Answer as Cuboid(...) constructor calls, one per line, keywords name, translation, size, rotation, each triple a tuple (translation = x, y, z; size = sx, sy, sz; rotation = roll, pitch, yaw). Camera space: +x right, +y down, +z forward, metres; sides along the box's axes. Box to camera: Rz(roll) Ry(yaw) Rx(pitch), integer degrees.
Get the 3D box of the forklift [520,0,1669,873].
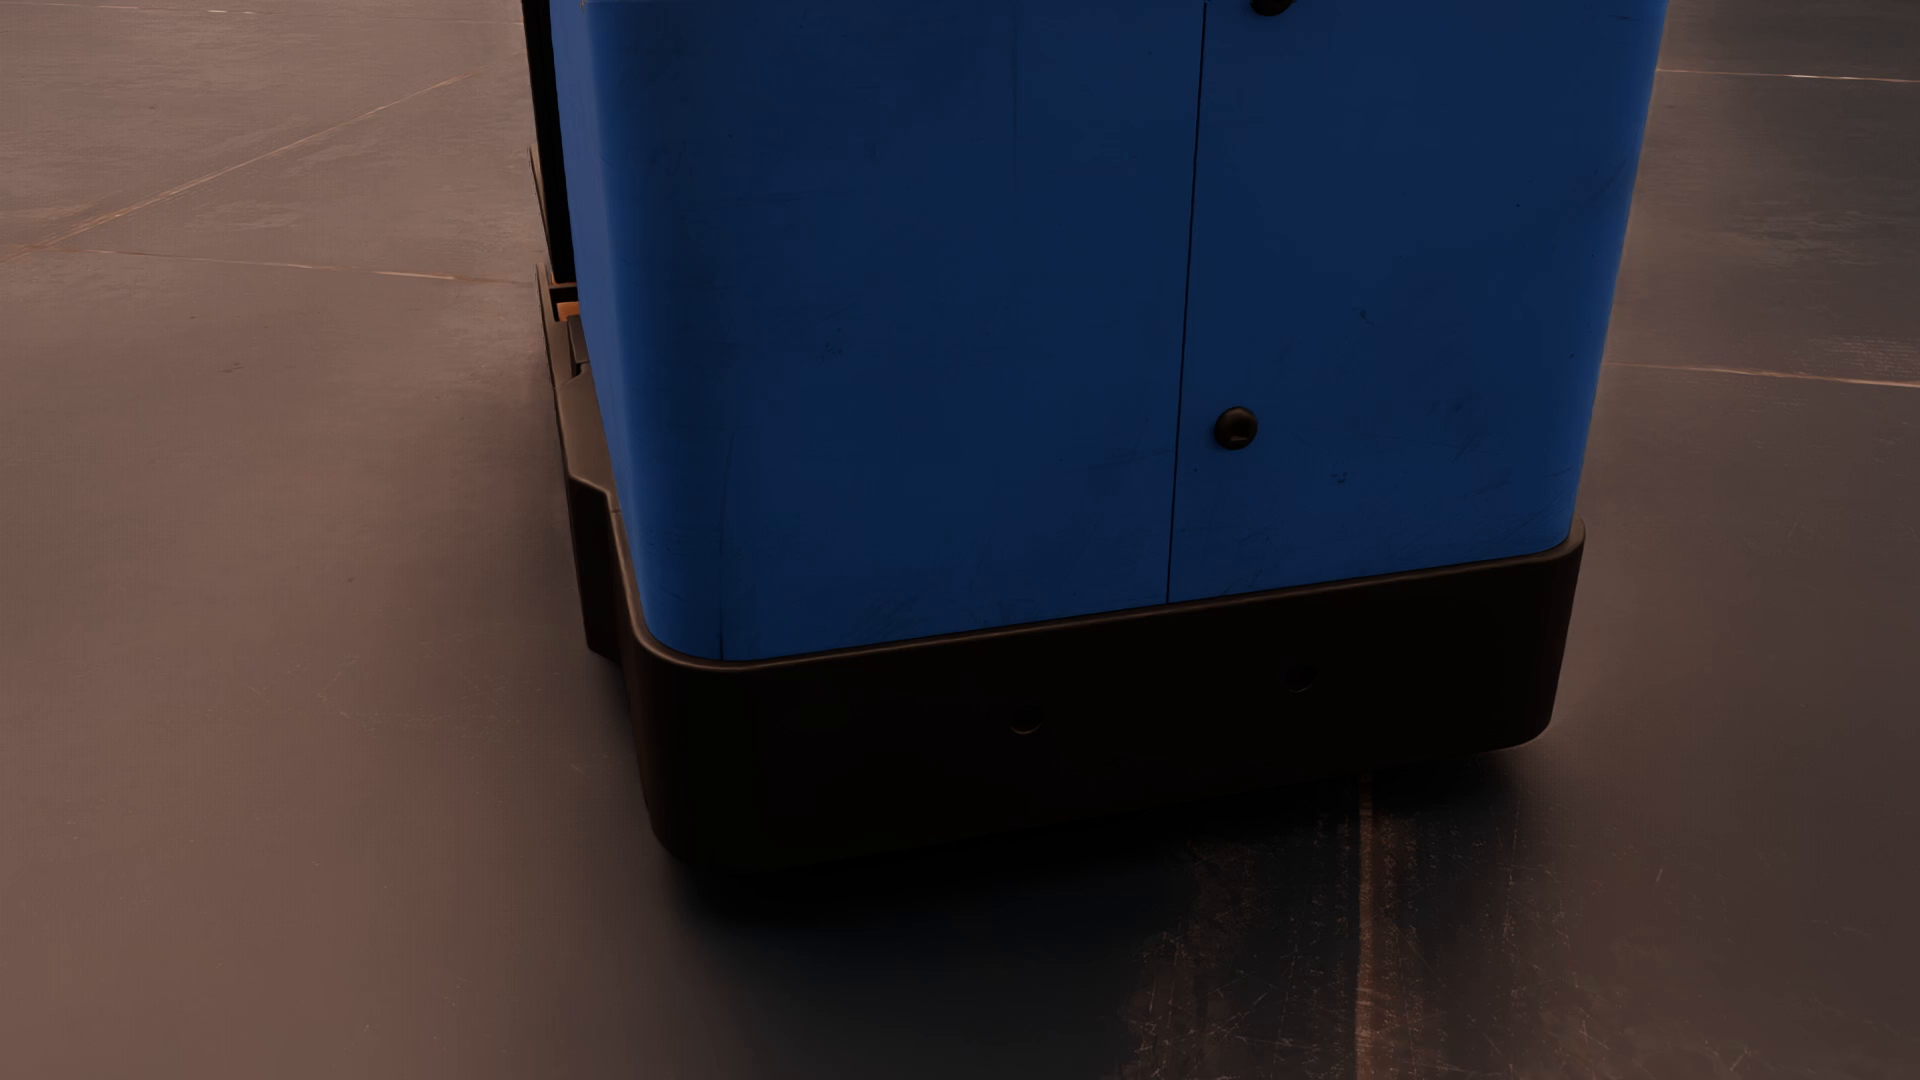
Cuboid(name="forklift", translation=(-0.187, -1.617, 2.452), size=(1.130, 2.935, 3.031), rotation=(-7, 28, -14))
